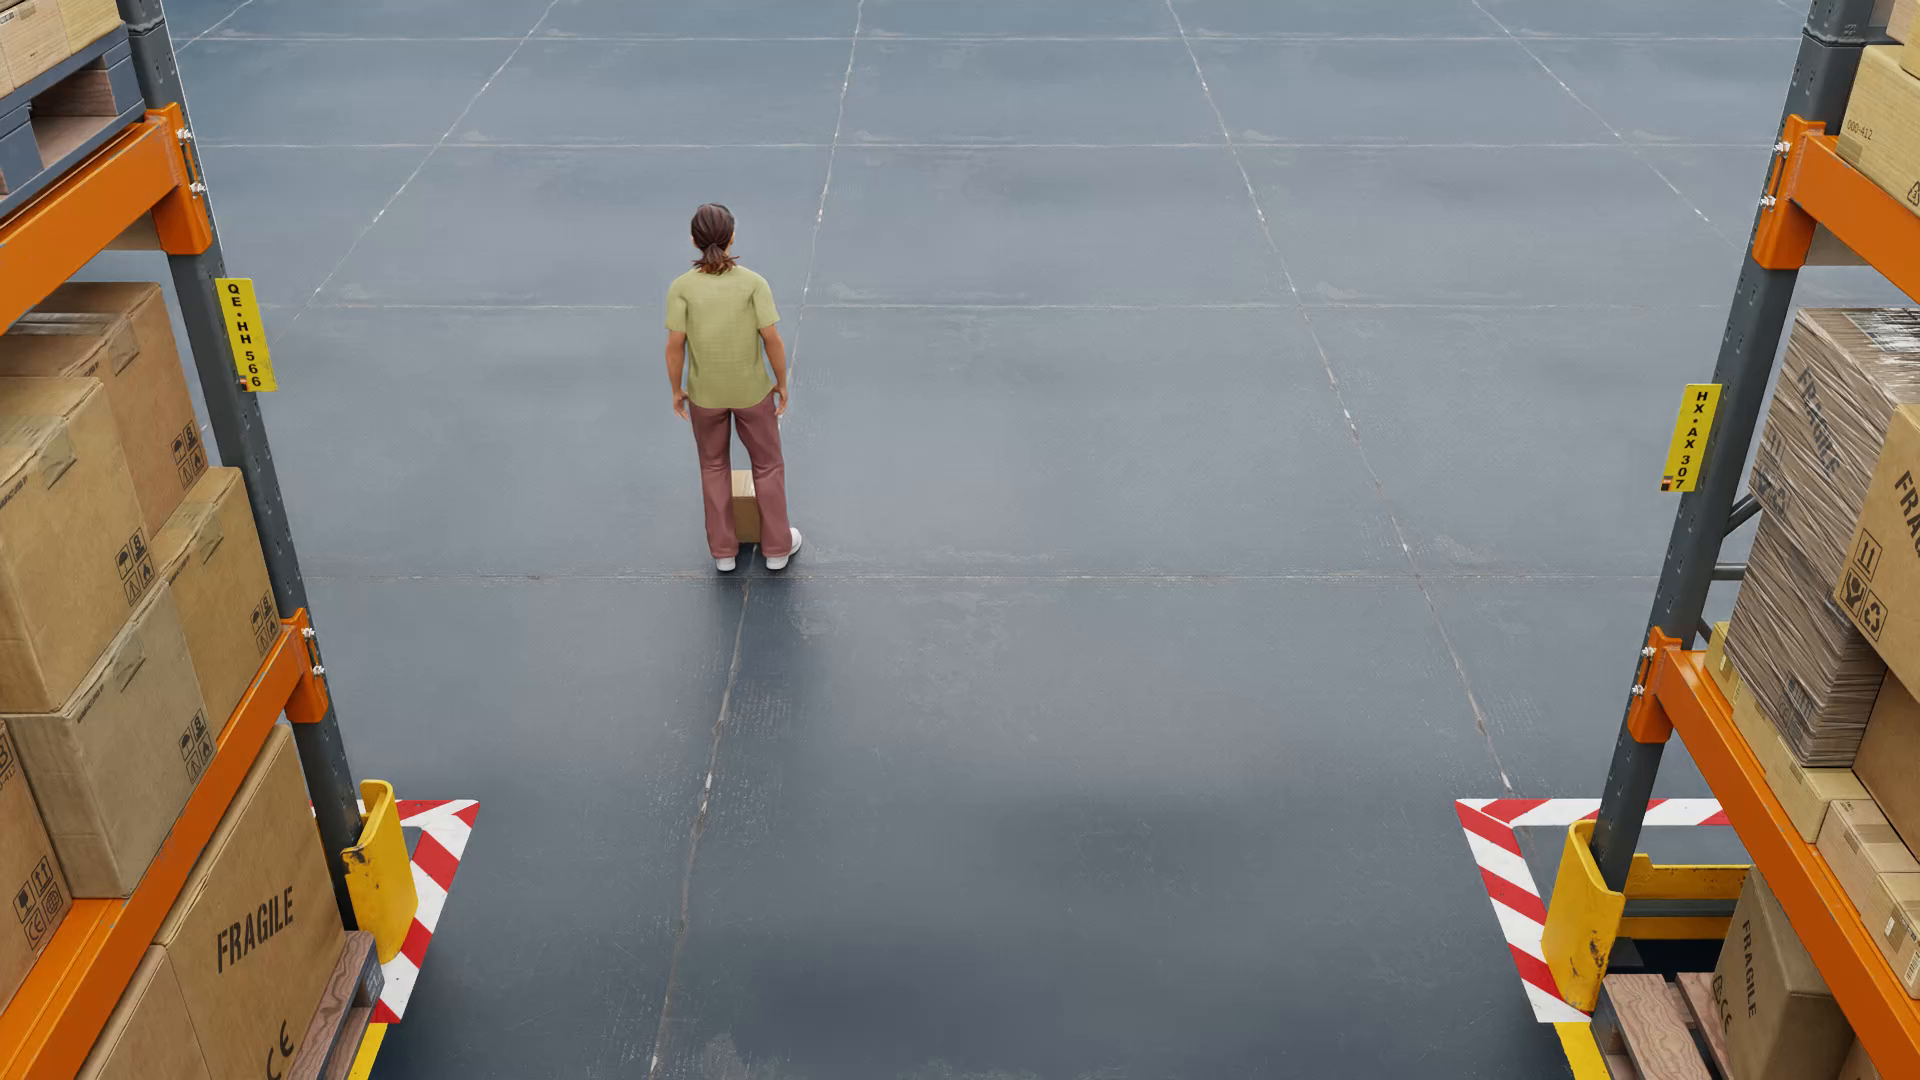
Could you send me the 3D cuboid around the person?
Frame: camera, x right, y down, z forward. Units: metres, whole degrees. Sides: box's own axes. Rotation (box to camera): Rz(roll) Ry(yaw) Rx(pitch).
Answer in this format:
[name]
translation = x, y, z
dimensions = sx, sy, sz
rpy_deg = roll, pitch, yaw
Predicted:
[person]
translation = -0.985, -0.531, 7.222
dimensions = 0.517, 1.437, 0.362
rpy_deg = -2, 32, -3
